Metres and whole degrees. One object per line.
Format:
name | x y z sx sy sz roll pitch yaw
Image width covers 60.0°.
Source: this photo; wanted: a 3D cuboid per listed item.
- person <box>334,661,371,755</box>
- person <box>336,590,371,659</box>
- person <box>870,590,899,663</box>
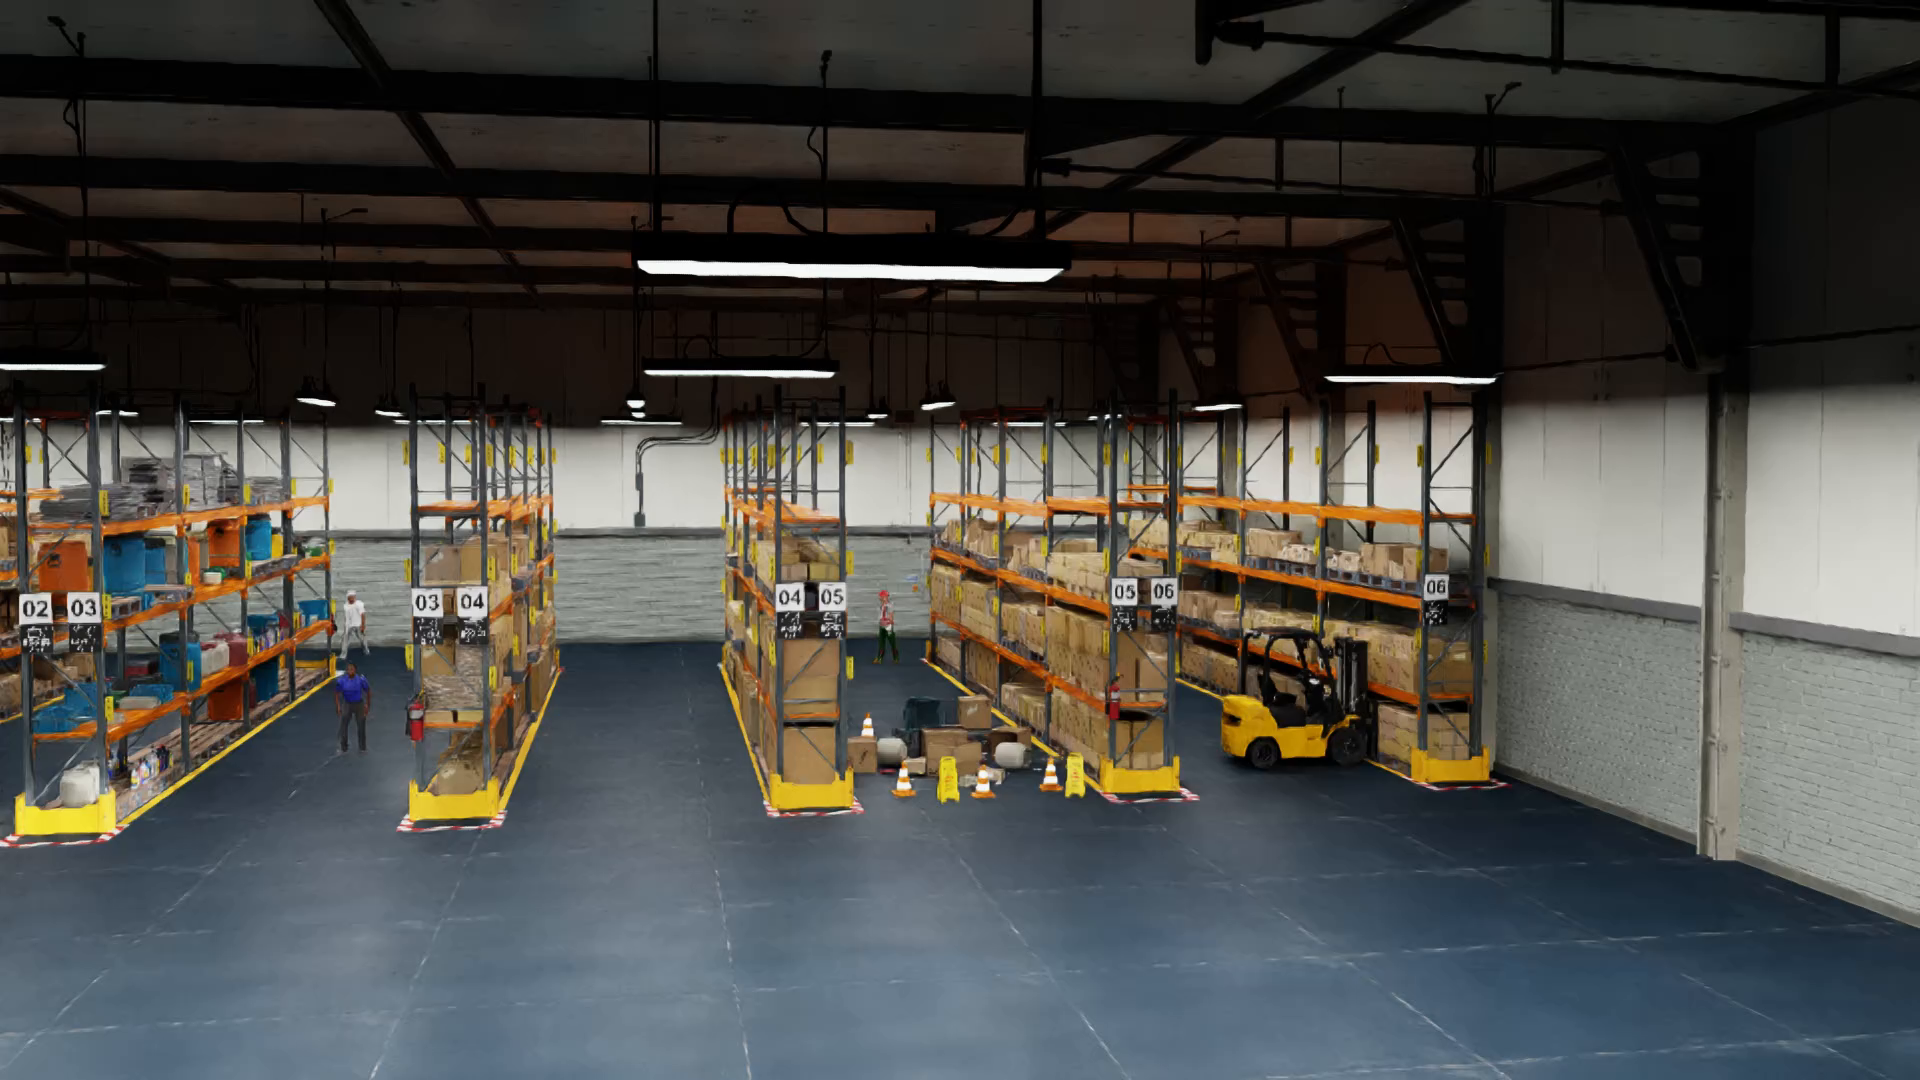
person | -10.125 2.802 27.734 0.592 1.604 0.518 -1 3 -12
person | -13.190 -0.571 21.257 12.044 9.005 38.714 1 3 12
person | -1.826 2.084 40.052 0.628 1.789 0.675 -2 3 -28
